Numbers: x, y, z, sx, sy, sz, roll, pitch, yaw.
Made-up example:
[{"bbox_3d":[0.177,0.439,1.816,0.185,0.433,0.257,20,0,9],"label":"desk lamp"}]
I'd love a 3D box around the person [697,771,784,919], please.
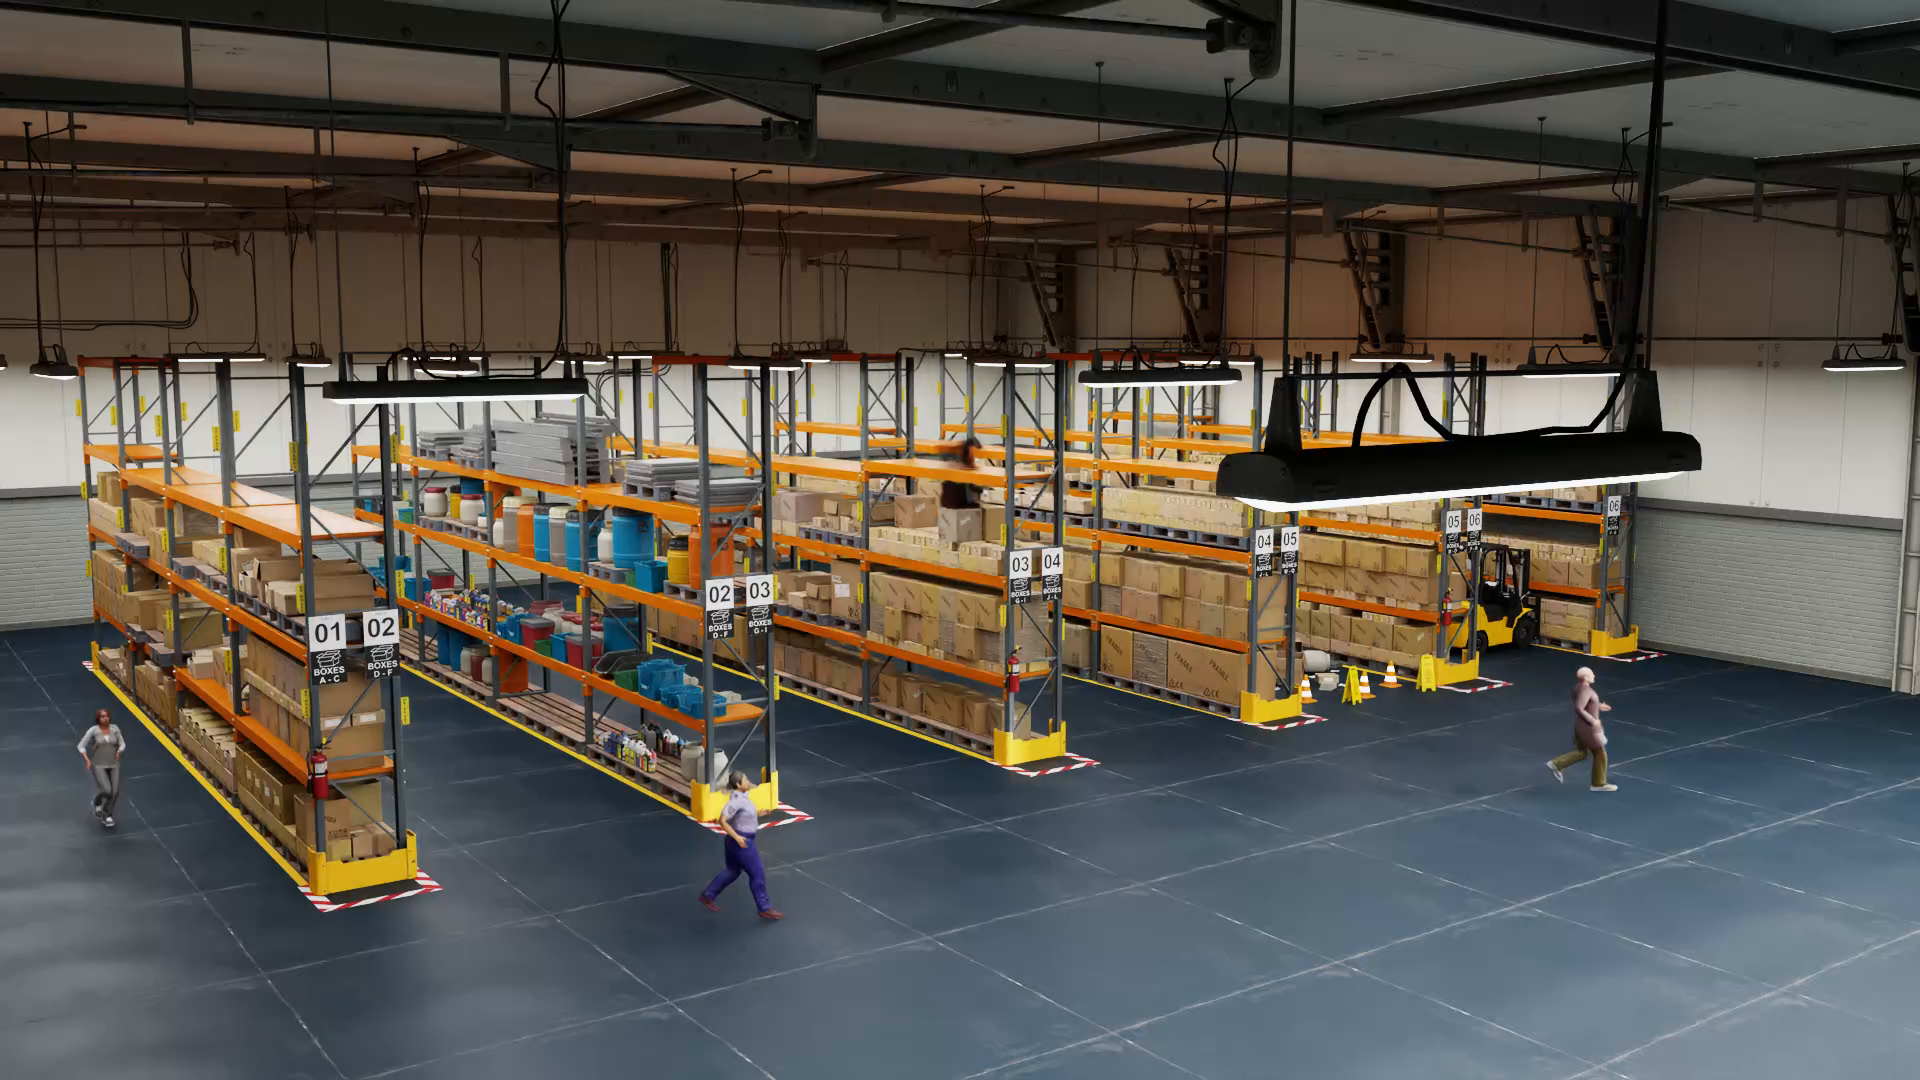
[{"bbox_3d":[-2.392,3.357,18.078,0.934,1.559,0.589,-2,7,-14],"label":"person"}]

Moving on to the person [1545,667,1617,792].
[{"bbox_3d":[8.731,2.644,23.257,0.964,1.751,0.720,1,7,5],"label":"person"}]

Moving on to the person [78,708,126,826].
[{"bbox_3d":[-11.066,2.961,21.554,0.534,1.545,0.529,7,10,44],"label":"person"}]

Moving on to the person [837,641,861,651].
[{"bbox_3d":[-2.152,1.364,33.522,0.935,1.754,0.706,7,10,44],"label":"person"}]
